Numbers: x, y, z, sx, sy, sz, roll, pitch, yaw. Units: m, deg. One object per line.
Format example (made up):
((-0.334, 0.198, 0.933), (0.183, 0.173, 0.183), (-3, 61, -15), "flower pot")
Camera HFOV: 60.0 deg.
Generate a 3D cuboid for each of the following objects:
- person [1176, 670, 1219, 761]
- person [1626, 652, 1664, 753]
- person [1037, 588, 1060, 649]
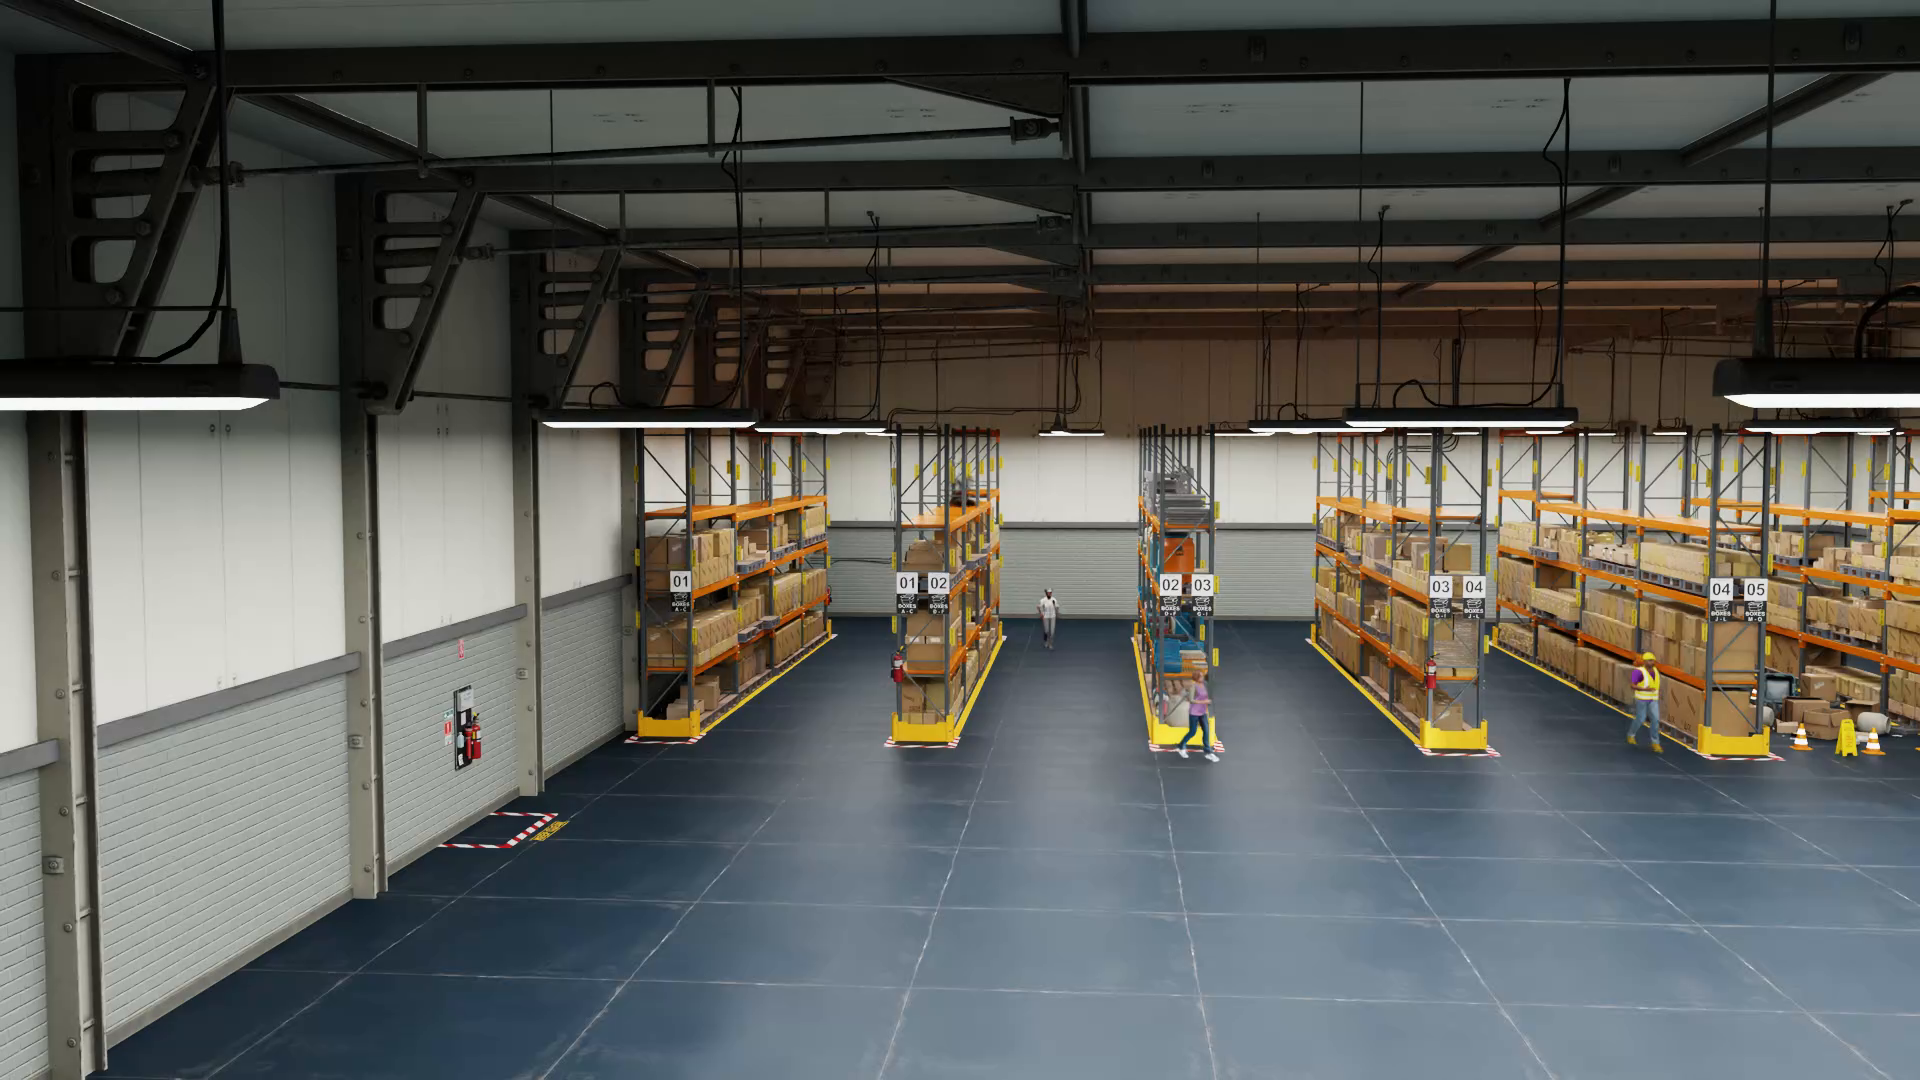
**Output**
((4.212, 3.096, 29.485), (0.818, 1.594, 0.547), (3, 5, 41), "person")
((12.655, 2.973, 30.672), (0.720, 1.821, 0.822), (-1, 4, -15), "person")
((2.447, 2.138, 45.290), (0.599, 1.670, 0.550), (-1, 4, -11), "person")
